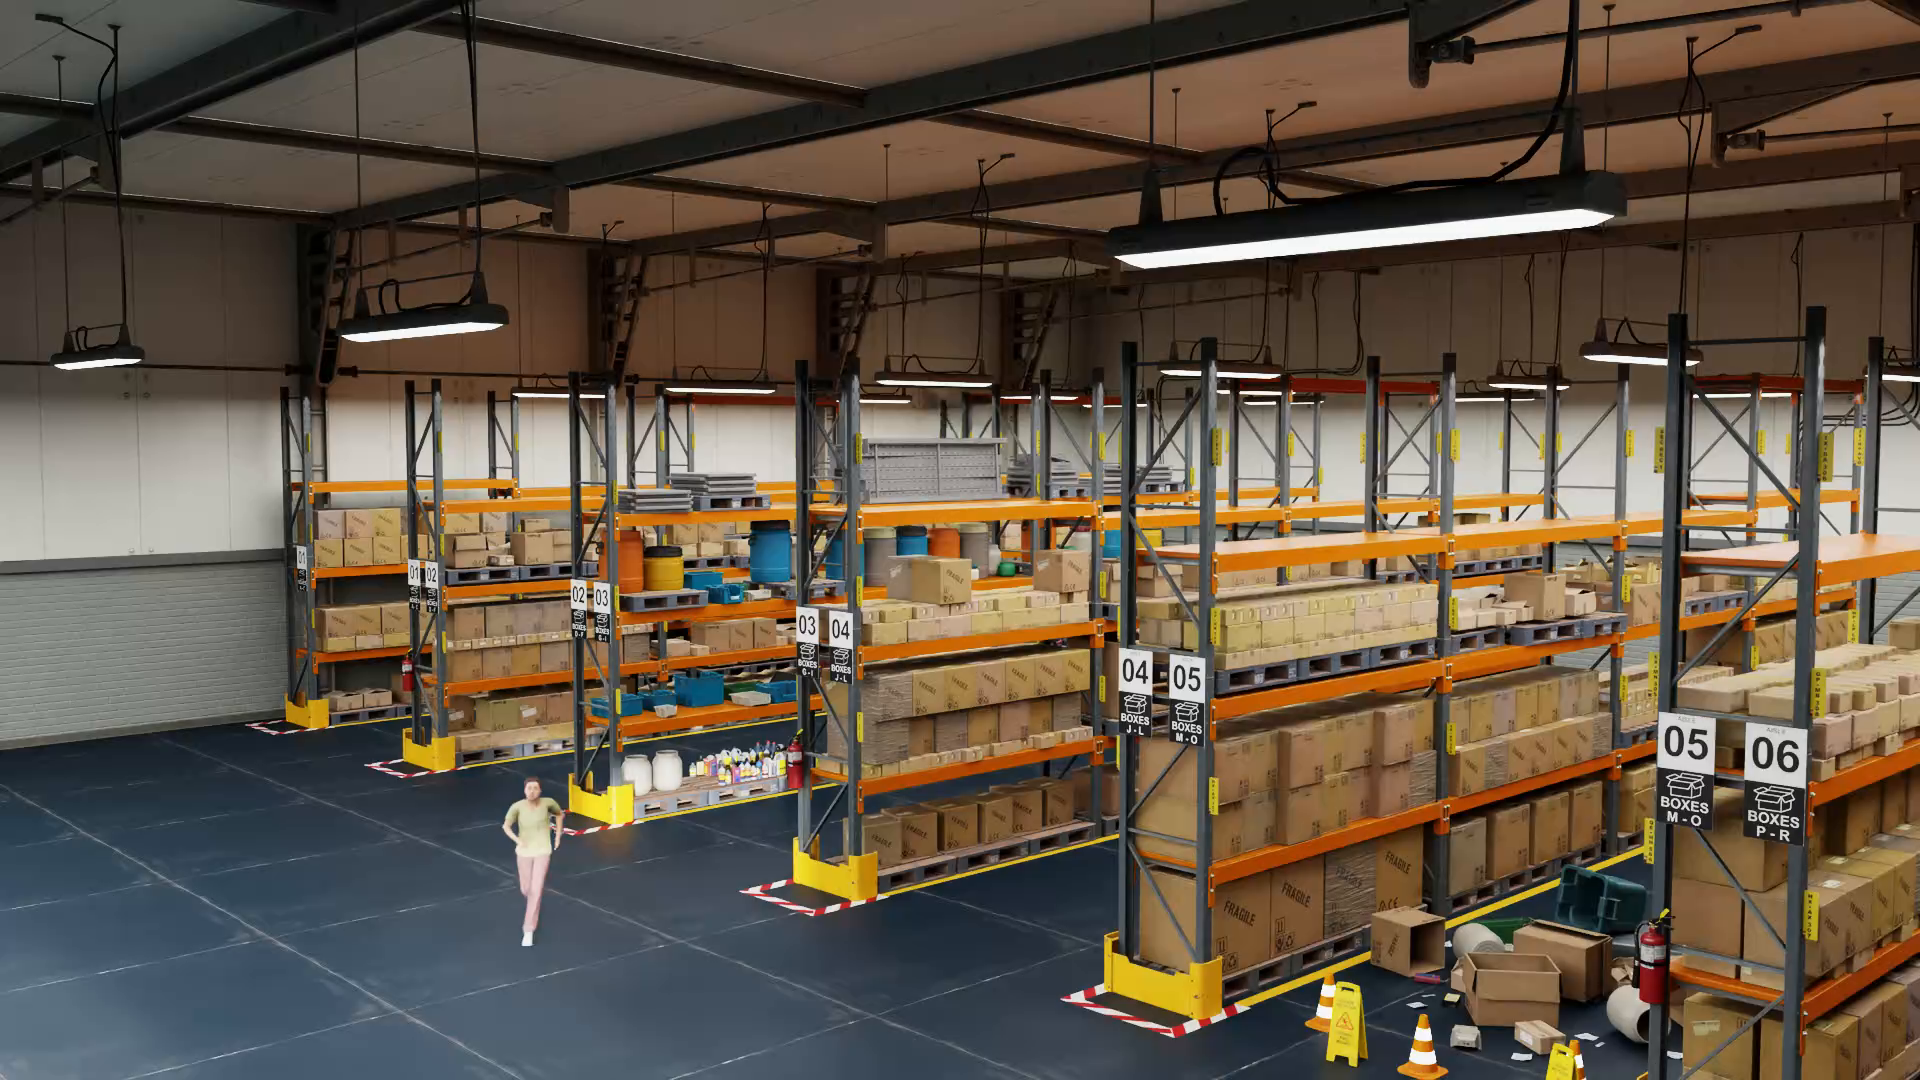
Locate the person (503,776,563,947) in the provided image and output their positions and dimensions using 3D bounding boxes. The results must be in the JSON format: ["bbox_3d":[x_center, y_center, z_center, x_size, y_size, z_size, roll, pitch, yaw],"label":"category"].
[{"bbox_3d":[-4.399,3.239,17.155,0.600,1.664,0.986,-1,4,-11],"label":"person"}]
